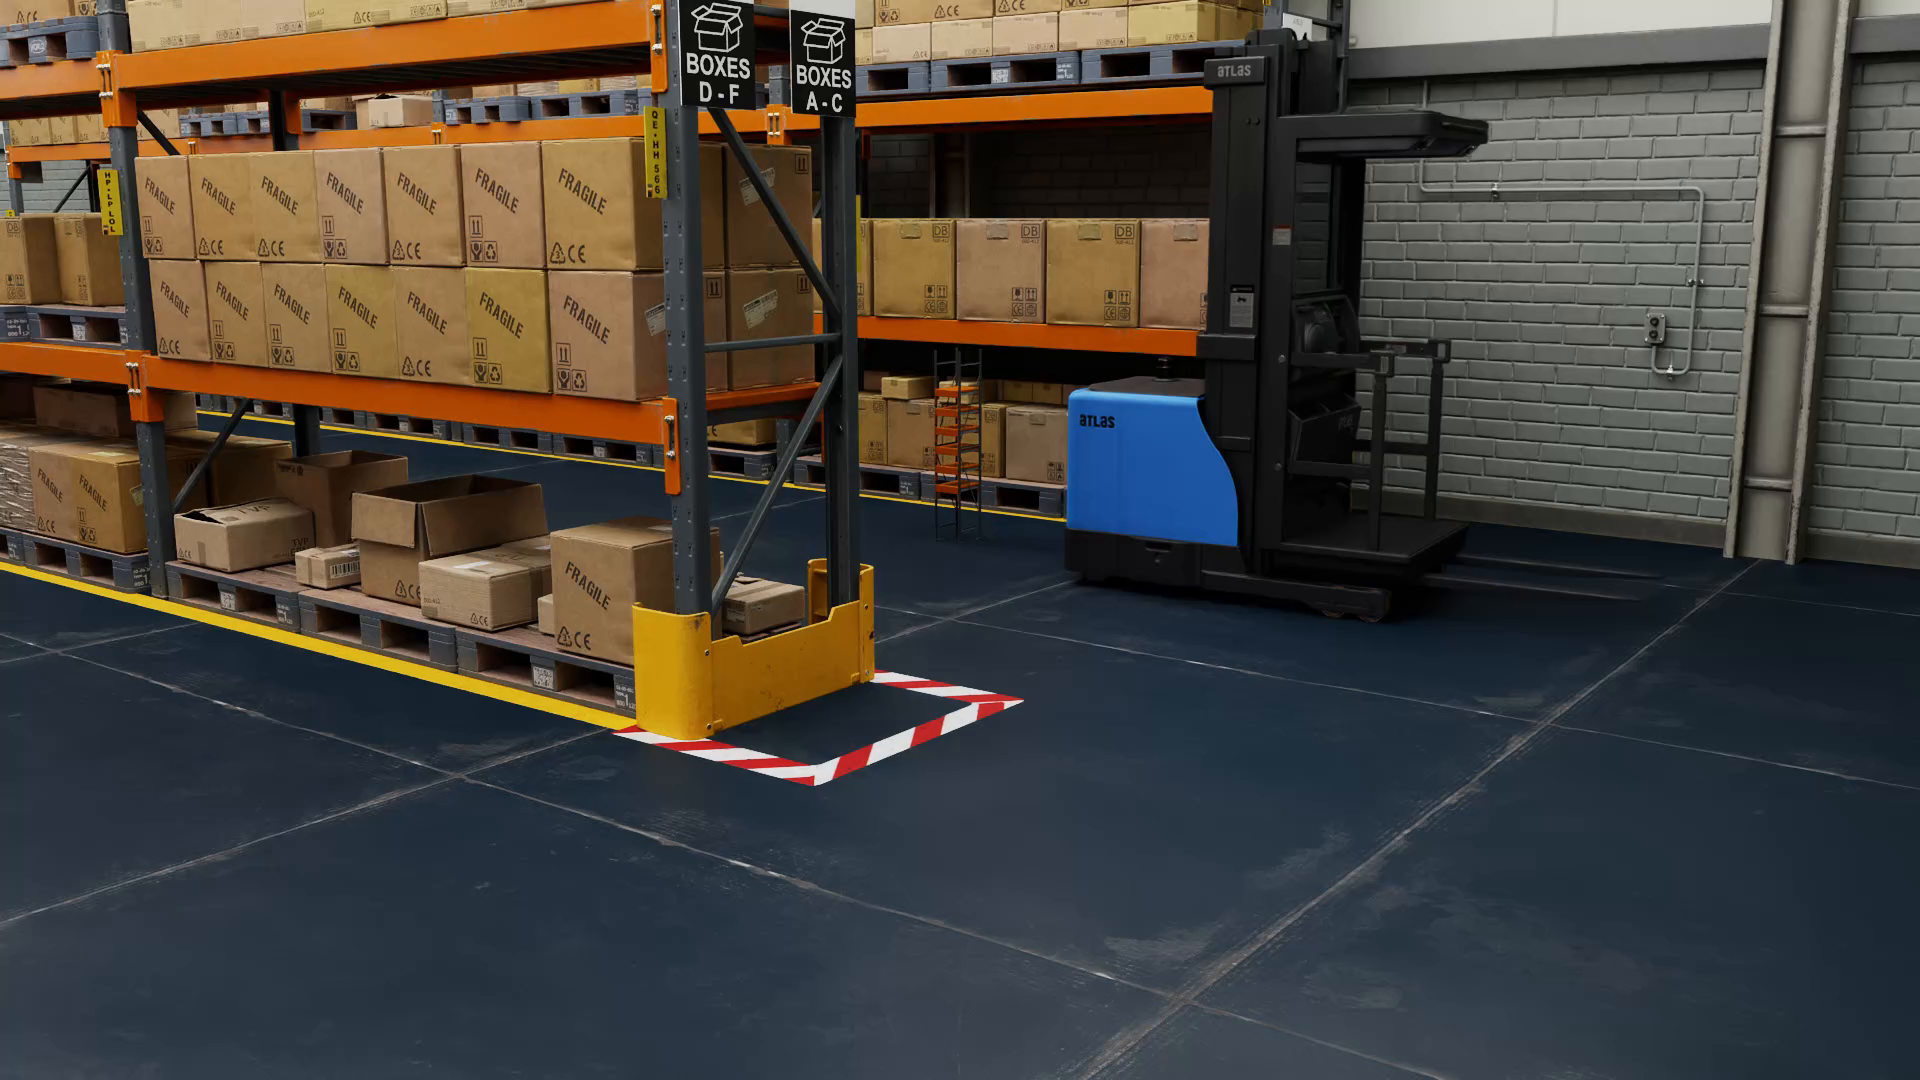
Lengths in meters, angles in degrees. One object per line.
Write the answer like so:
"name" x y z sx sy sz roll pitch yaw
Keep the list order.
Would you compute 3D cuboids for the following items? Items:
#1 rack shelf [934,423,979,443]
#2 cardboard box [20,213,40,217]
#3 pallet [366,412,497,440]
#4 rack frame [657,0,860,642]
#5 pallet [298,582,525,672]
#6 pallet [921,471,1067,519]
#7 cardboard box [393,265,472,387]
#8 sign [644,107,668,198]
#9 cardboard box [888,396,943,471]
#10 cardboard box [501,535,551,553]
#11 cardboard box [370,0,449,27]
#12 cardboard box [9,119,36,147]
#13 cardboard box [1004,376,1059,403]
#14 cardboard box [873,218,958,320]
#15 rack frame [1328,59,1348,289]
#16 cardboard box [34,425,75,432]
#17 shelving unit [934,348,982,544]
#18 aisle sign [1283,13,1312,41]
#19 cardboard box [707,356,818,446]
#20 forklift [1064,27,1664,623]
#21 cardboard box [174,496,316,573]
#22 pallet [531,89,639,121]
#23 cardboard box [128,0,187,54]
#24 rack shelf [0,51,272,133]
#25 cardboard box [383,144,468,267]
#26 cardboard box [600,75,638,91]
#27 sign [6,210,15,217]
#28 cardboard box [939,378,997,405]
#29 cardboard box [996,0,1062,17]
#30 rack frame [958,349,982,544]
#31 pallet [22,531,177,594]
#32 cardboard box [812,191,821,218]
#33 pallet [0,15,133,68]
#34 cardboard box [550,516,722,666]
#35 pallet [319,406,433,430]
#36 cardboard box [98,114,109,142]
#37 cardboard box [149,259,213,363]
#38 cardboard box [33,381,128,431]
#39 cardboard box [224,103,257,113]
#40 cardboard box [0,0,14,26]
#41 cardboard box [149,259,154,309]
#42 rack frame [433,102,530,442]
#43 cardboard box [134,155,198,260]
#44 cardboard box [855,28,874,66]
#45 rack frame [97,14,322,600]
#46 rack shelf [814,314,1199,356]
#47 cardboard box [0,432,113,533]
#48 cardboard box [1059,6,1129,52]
"rack shelf" -0.012 -0.665 10.410 0.180 0.103 0.258 8 13 36
"cardboard box" -10.536 -3.547 19.337 0.500 0.500 0.500 8 14 36
"pallet" -4.923 -1.162 15.982 1.213 0.211 1.003 8 13 36
"rack frame" -0.776 -0.785 6.691 0.127 3.000 1.000 8 13 36
"pallet" -2.459 0.349 8.172 1.213 0.211 1.003 8 13 36
"pallet" 0.484 -0.390 11.990 1.213 0.211 1.003 8 13 36
"cardboard box" -2.117 -0.958 7.319 0.500 0.500 0.500 8 14 36
"sign" -1.120 -1.426 6.123 0.005 0.325 0.100 8 13 36
"cardboard box" -0.125 -0.816 12.325 0.500 0.500 0.700 8 13 35
"cardboard box" -1.852 0.132 8.032 0.500 0.250 0.500 8 13 36
"cardboard box" -2.153 -2.314 7.089 0.500 0.250 0.500 8 13 36
"cardboard box" -10.621 -4.798 19.222 0.500 0.500 0.500 8 14 37
"cardboard box" 0.523 -1.092 12.045 0.250 0.149 0.380 8 13 35
"cardboard box" -0.058 -1.994 12.152 0.700 0.700 0.980 8 13 34
"rack frame" 2.154 -1.544 10.613 0.127 3.000 1.000 8 13 36
"cardboard box" -5.487 -0.488 10.576 0.500 0.500 0.500 7 13 33
"shelving unit" -0.012 -0.591 10.424 0.189 1.200 0.258 8 13 36
"aisle sign" 2.034 -2.766 10.087 0.004 0.787 0.394 8 13 36
"cardboard box" -1.671 -1.198 13.376 0.750 0.750 0.750 8 14 36
"forklift" 2.106 -1.137 8.690 3.031 2.935 1.130 7 13 31
"cardboard box" -3.789 -0.050 8.814 0.500 0.311 0.500 8 13 36
"pallet" -2.841 -3.634 14.015 1.213 0.211 1.003 9 14 38
"cardboard box" -3.754 -2.541 8.266 0.500 0.250 0.500 8 13 36
"rack shelf" -5.612 -2.579 9.961 4.000 0.370 1.077 8 13 36
"cardboard box" -2.125 -1.447 7.218 0.500 0.500 0.500 8 14 37
"cardboard box" -2.567 -3.966 13.814 0.500 0.500 0.700 8 13 35
"sign" -11.064 -3.685 19.399 0.005 0.325 0.100 8 13 36
"cardboard box" 0.060 -1.066 11.911 0.250 0.149 0.380 7 13 34
"cardboard box" 0.580 -3.722 11.027 0.500 0.500 0.500 7 13 33
"rack frame" 0.062 -0.580 10.371 0.006 1.200 0.240 8 13 36
"pallet" -4.678 0.049 9.723 1.213 0.211 1.003 8 13 36
"cardboard box" -1.287 -2.658 13.300 0.500 0.250 0.500 8 14 37
"pallet" -4.484 -2.699 9.183 1.003 0.211 1.213 8 13 36
"cardboard box" -1.360 0.203 7.007 0.500 0.500 0.500 8 13 36
"pallet" -5.903 -1.300 16.691 1.213 0.211 1.003 8 13 36
"cardboard box" -8.941 -4.559 17.984 0.500 0.500 0.500 7 13 33
"cardboard box" -3.750 -1.185 8.494 0.500 0.500 0.500 8 14 37
"cardboard box" -5.456 -0.852 10.486 0.500 0.250 0.500 8 13 34
"cardboard box" -7.125 -4.547 16.871 0.500 0.500 0.500 11 15 44
"cardboard box" -5.439 -3.229 9.795 0.600 0.600 0.600 7 13 33
"cardboard box" -4.249 -1.578 9.418 0.500 0.500 0.700 3 11 16
"rack frame" -4.295 -2.443 15.262 0.127 3.000 1.000 8 13 36
"cardboard box" -3.786 -1.679 8.414 0.500 0.500 0.500 8 14 37
"cardboard box" -0.670 -3.530 12.007 0.500 0.250 0.500 8 13 35
"rack frame" -4.000 -1.235 9.015 0.127 3.000 1.000 8 13 36
"rack shelf" 0.542 -1.416 11.843 4.000 0.370 1.077 8 13 36
"cardboard box" -5.364 -0.348 9.856 0.500 0.500 0.500 8 14 36
"cardboard box" 0.986 -3.298 10.810 0.500 0.250 0.500 7 13 33
